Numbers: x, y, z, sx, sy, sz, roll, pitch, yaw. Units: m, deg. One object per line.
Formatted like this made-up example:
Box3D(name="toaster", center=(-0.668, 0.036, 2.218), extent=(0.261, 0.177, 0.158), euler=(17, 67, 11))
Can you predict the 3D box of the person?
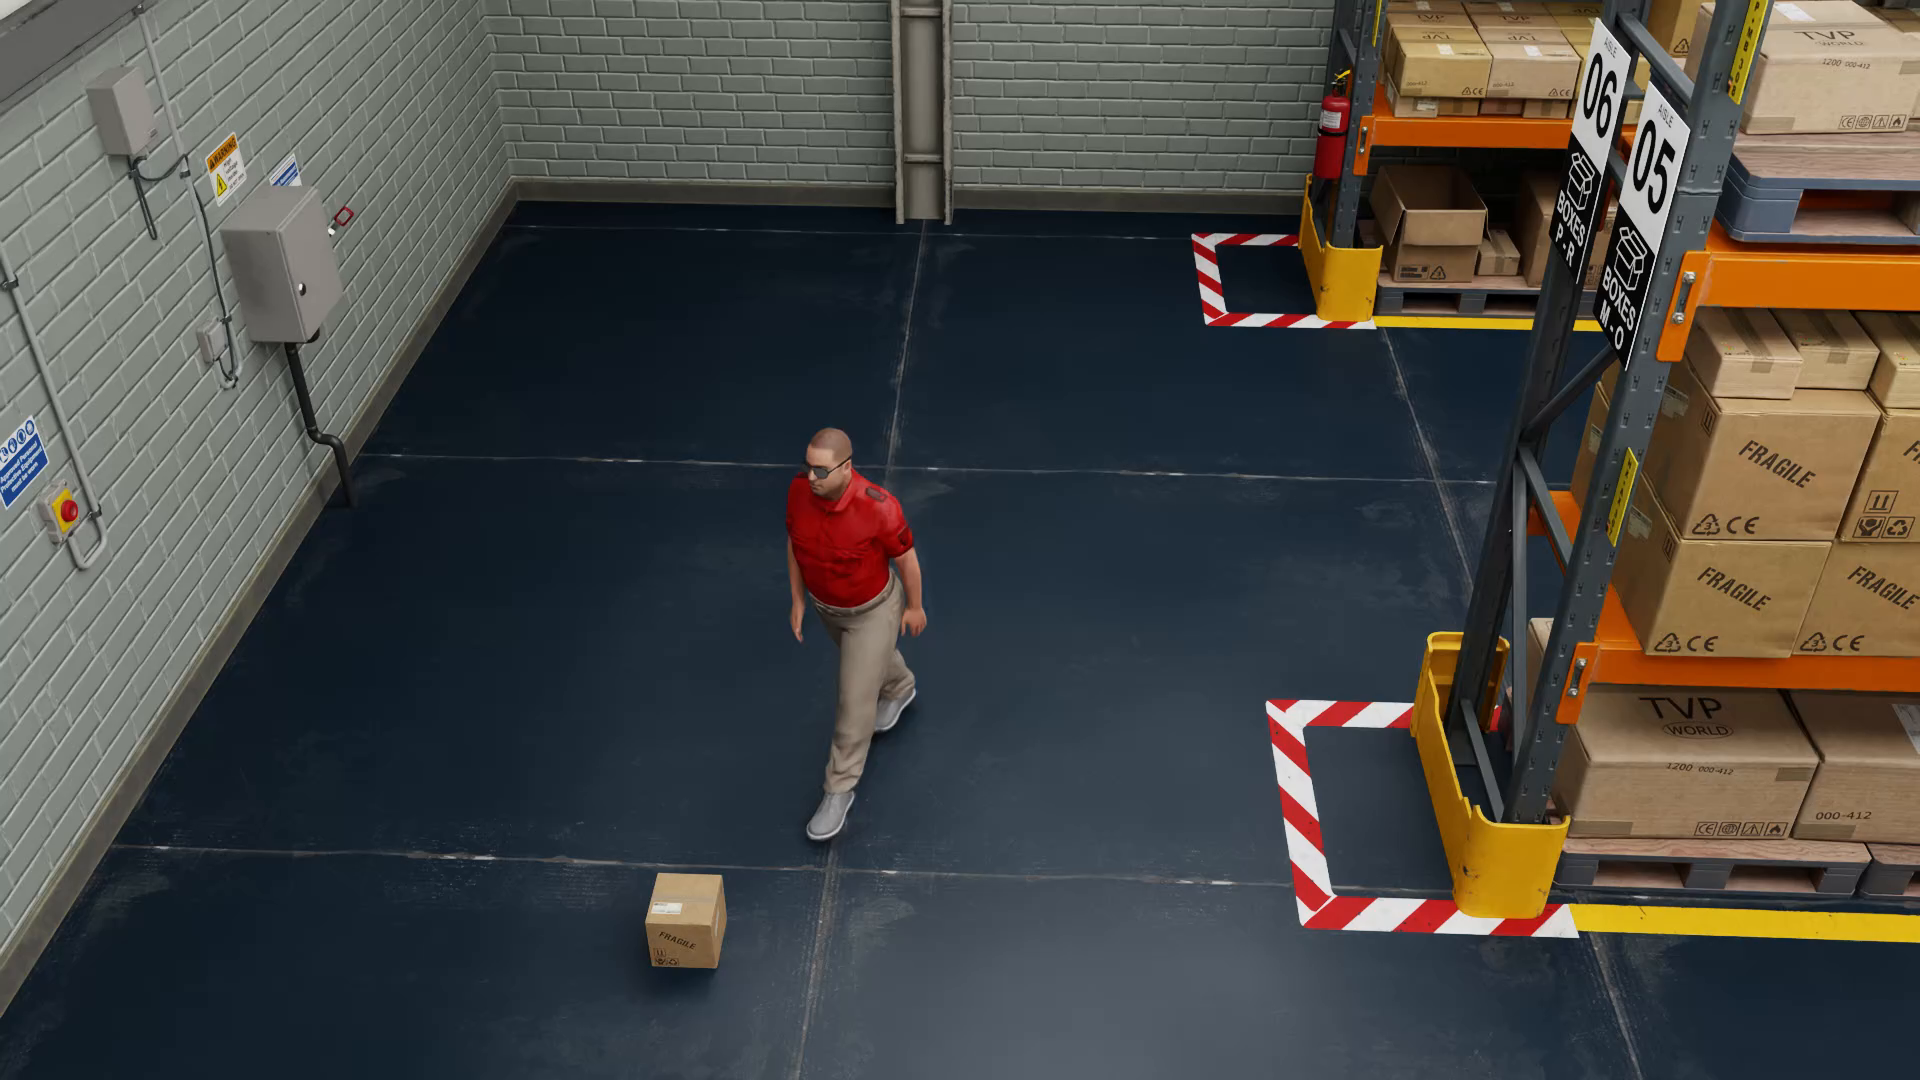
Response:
Box3D(name="person", center=(-0.473, 0.268, 6.731), extent=(0.544, 1.670, 0.979), euler=(24, 42, 29))
